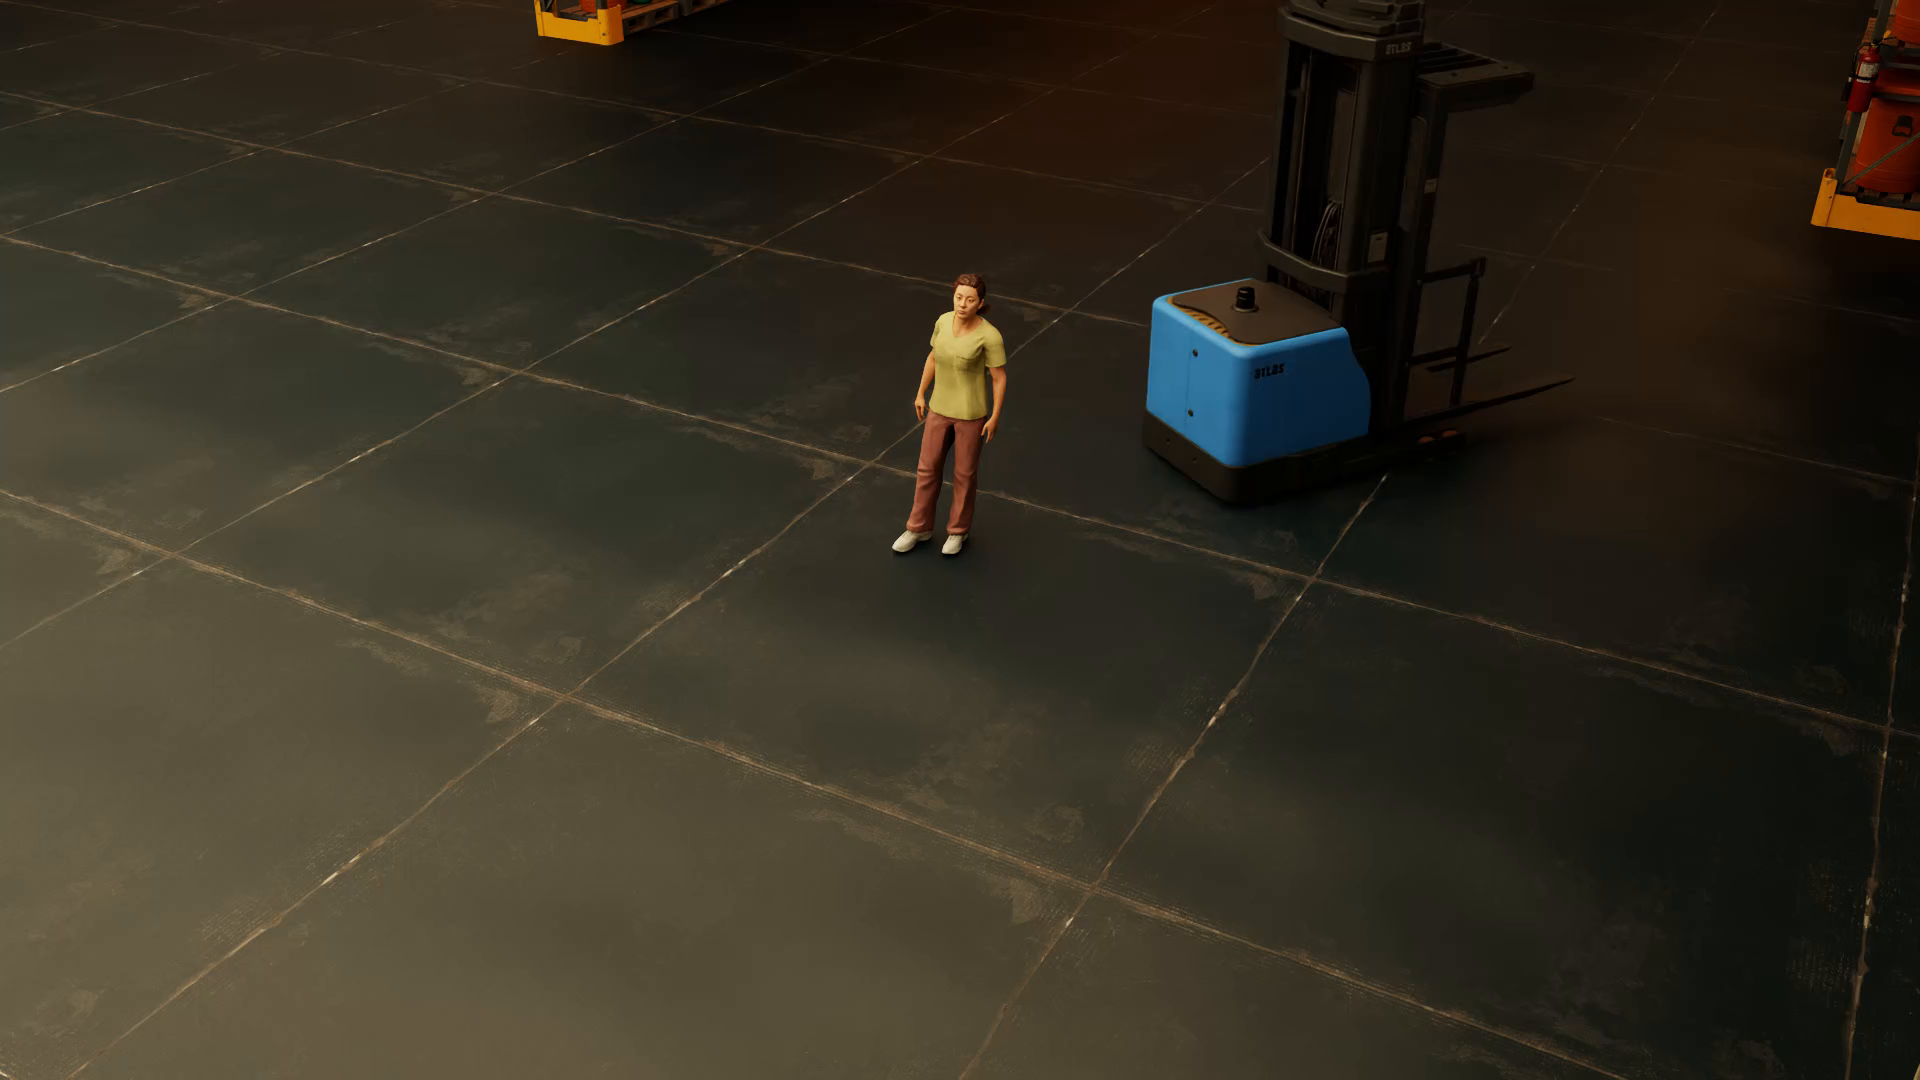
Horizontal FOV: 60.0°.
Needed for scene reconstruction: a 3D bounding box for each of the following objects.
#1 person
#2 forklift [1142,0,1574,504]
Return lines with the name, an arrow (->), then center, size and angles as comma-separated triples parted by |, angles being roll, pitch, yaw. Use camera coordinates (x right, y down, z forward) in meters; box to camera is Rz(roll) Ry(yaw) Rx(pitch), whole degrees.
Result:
person -> -0.046, -0.702, 9.529 | 0.554, 1.673, 0.548 | 15, 33, 25
forklift -> 2.753, -2.002, 10.539 | 3.031, 2.935, 1.130 | -14, 33, -23
